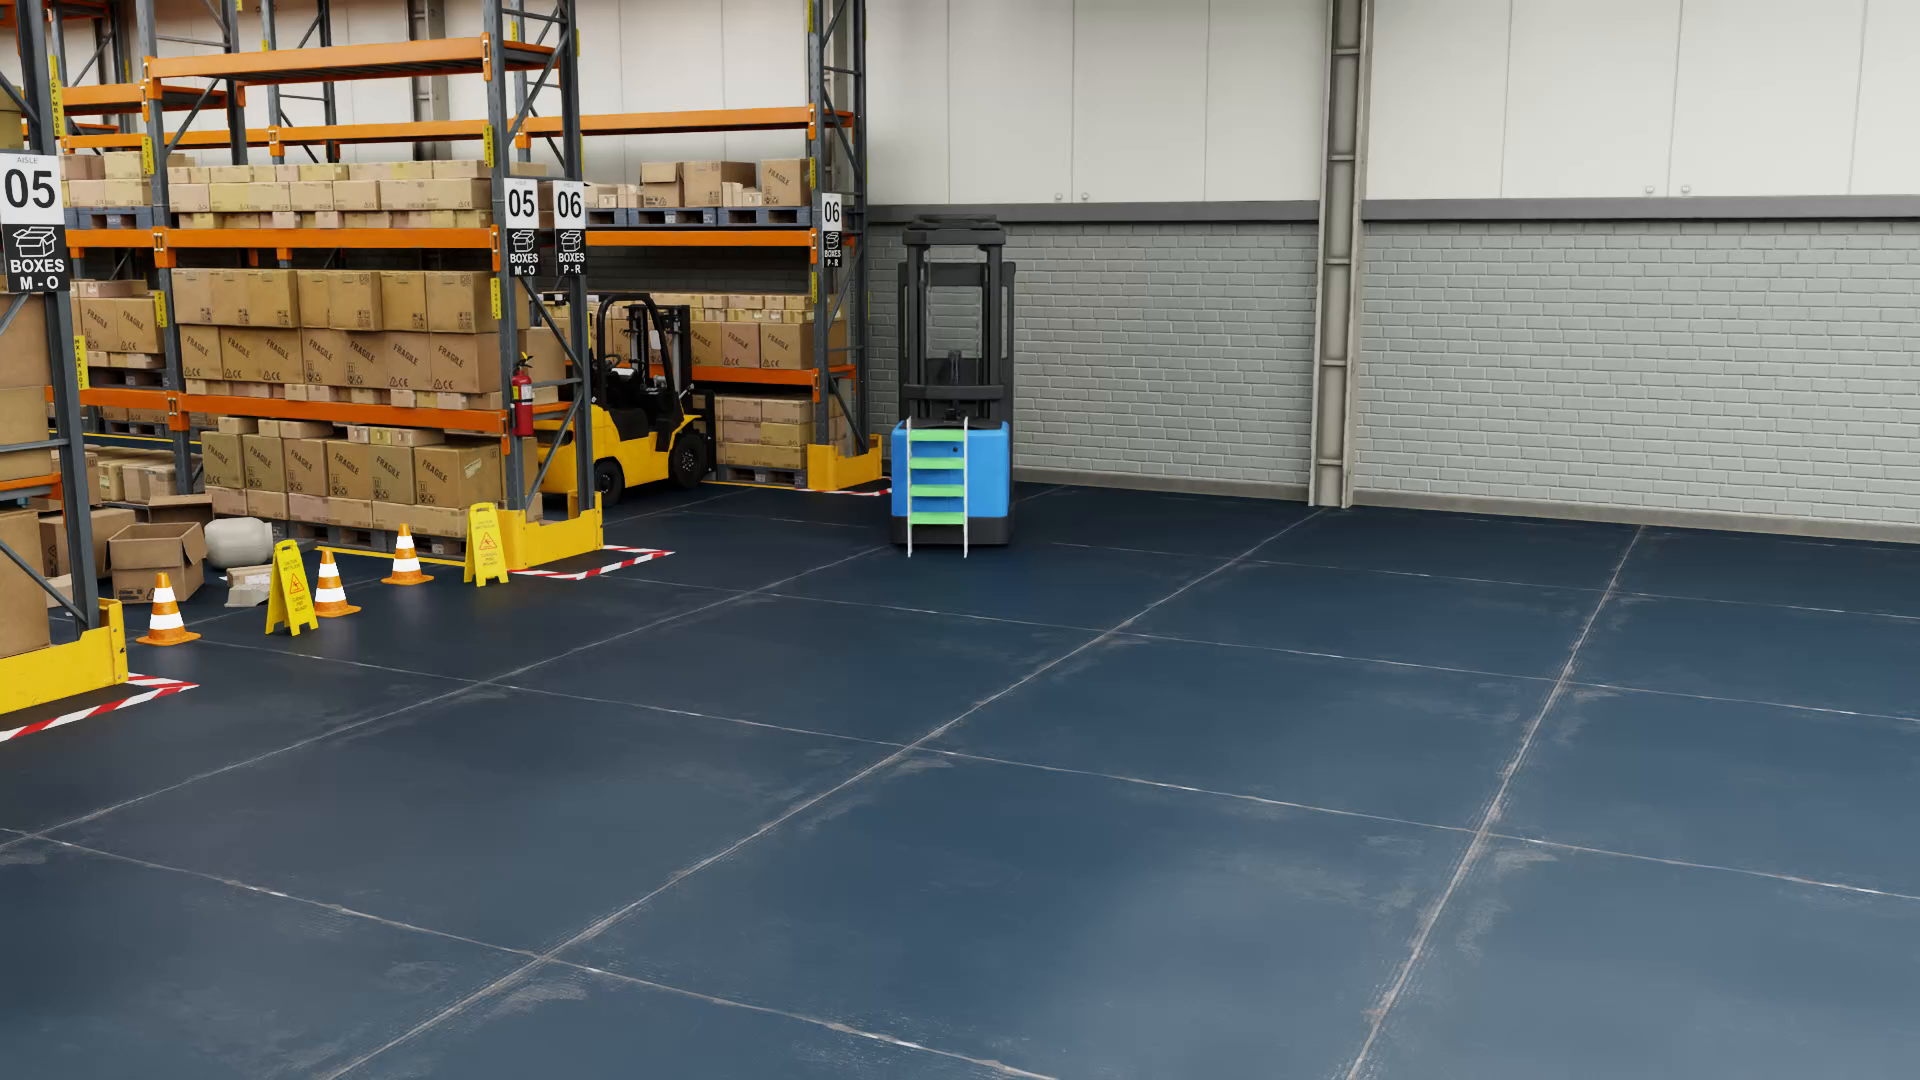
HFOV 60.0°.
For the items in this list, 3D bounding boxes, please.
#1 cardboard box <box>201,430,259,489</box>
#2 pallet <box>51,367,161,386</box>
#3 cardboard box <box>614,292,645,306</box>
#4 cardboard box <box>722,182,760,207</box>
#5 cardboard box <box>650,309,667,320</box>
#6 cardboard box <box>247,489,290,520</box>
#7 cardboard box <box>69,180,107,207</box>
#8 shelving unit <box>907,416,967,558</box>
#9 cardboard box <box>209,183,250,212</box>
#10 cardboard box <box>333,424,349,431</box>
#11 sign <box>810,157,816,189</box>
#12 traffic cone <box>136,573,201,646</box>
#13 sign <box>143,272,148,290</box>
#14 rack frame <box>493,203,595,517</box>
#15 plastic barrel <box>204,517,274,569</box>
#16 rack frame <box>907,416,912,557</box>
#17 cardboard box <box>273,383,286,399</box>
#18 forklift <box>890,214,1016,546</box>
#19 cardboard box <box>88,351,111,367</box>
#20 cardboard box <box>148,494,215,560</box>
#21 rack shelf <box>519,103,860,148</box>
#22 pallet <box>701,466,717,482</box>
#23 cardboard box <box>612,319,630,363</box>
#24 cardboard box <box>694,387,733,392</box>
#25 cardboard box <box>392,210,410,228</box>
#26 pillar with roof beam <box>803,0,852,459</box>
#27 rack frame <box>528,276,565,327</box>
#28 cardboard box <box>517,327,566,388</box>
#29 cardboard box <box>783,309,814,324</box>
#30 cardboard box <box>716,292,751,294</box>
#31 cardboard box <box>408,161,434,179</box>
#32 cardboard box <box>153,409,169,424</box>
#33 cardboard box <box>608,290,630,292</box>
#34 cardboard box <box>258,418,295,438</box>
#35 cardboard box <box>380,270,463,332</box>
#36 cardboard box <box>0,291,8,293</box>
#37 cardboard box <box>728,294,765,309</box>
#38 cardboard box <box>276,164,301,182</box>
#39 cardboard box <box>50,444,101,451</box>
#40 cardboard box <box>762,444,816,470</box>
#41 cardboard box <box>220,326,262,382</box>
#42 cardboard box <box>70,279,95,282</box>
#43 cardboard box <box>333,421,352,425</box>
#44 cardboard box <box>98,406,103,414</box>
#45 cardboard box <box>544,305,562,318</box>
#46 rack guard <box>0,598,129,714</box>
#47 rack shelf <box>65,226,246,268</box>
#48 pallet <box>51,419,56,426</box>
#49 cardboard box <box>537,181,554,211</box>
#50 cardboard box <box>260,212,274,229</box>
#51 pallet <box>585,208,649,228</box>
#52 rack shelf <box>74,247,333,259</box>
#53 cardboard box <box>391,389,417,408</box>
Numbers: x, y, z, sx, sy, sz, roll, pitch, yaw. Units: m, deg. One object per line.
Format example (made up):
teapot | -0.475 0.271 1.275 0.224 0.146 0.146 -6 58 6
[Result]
cardboard box | -6.681 -0.770 15.500 0.500 0.500 0.500 6 12 29
pallet | -8.885 -1.709 16.787 1.213 0.211 1.003 5 11 26
cardboard box | -3.806 -2.795 19.313 0.250 0.149 0.380 5 11 25
cardboard box | -2.416 -3.818 18.396 0.258 0.266 0.396 5 11 26
cardboard box | -3.351 -2.607 19.108 0.250 0.149 0.380 5 11 25
cardboard box | -6.197 -0.361 15.344 0.500 0.250 0.500 6 12 29
cardboard box | -8.130 -3.310 15.914 0.500 0.250 0.500 5 11 27
shelving unit | -0.193 -0.459 14.391 0.503 1.200 0.258 0 11 3
cardboard box | -6.351 -3.068 14.924 0.500 0.250 0.500 5 11 25
cardboard box | -5.985 -0.816 15.754 0.500 0.500 0.500 5 12 27
sign | -1.563 -3.902 17.683 0.005 0.325 0.100 5 11 26
traffic cone | -5.451 0.456 11.411 0.334 0.463 0.336 5 11 26
sign | -11.830 -3.719 24.107 0.005 0.325 0.100 5 11 26
rack frame | -3.504 -1.322 14.113 0.127 3.000 1.000 5 11 26
plastic barrel | -6.026 0.025 13.905 0.512 0.421 0.421 -4 11 -23
rack frame | -0.437 -0.461 14.403 0.015 1.200 0.240 0 11 3
cardboard box | -5.990 -1.369 15.077 0.250 0.149 0.380 5 11 26
forklift | -0.025 -1.605 15.870 1.130 2.935 3.031 0 10 3
cardboard box | -8.150 -1.755 16.031 0.250 0.149 0.380 5 11 25
cardboard box | -6.732 -0.107 14.409 0.500 0.500 0.500 -4 11 -23
rack shelf | -3.104 -4.674 18.931 4.000 0.370 1.077 5 11 26
pallet | -3.105 -0.893 19.571 1.213 0.211 1.003 5 11 26
cardboard box | -3.686 -2.325 19.372 0.500 0.500 0.500 5 11 25
cardboard box | -3.008 -1.650 19.660 0.500 0.250 0.500 5 11 25
cardboard box | -4.606 -2.729 14.171 0.250 0.149 0.380 5 11 26
pillar with roof beam | -3.441 -4.578 15.260 0.400 9.000 9.100 5 11 26
rack frame | -4.898 -2.430 20.236 0.127 3.000 1.000 5 11 26
cardboard box | -3.806 -1.599 14.528 0.500 0.500 0.500 5 11 25
cardboard box | -1.746 -2.466 18.331 0.250 0.149 0.380 5 11 27
cardboard box | -2.635 -2.810 19.397 0.250 0.149 0.380 5 11 24
cardboard box | -4.389 -3.090 13.925 0.250 0.149 0.380 5 11 25
cardboard box | -10.810 -1.883 23.051 0.500 0.500 0.500 5 11 24
cardboard box | -4.028 -2.923 20.021 0.250 0.149 0.380 5 11 25
cardboard box | -6.134 -1.030 15.112 0.250 0.149 0.380 6 12 28
cardboard box | -4.509 -2.056 14.245 0.500 0.500 0.700 5 11 26
cardboard box | -10.147 -2.363 17.570 0.500 0.500 0.500 5 11 24
cardboard box | -2.397 -2.687 18.715 0.250 0.149 0.380 5 11 26
cardboard box | -5.761 -3.211 14.595 0.250 0.149 0.380 5 11 25
cardboard box | -9.510 -0.763 17.223 0.625 0.372 0.950 5 11 25
cardboard box | -1.872 -0.955 18.628 0.500 0.250 0.500 5 11 26
cardboard box | -6.359 -1.718 15.183 0.500 0.500 0.500 5 11 26
cardboard box | -9.086 -2.590 17.002 0.250 0.149 0.380 4 11 23
cardboard box | -7.932 -1.732 21.868 0.625 0.625 0.875 5 12 28
cardboard box | -12.560 -2.034 24.417 0.500 0.311 0.500 5 12 28
cardboard box | -4.728 -2.732 19.798 0.250 0.149 0.380 5 11 25
rack guard | -5.582 0.708 9.913 0.348 0.500 1.175 5 11 26
rack shelf | -8.884 -2.917 16.522 4.000 0.370 1.077 5 11 26
pallet | -13.786 -1.839 24.797 1.213 0.211 1.003 5 11 26
cardboard box | -3.837 -2.953 14.286 0.500 0.250 0.500 5 11 25
cardboard box | -5.997 -2.846 14.813 0.250 0.149 0.380 5 11 24
pallet | -4.122 -3.800 19.628 1.213 0.211 1.003 5 11 26
rack shelf | -10.279 -4.025 22.645 4.000 0.370 1.077 5 11 26
cardboard box | -4.675 -1.235 14.337 0.250 0.149 0.380 5 12 27
